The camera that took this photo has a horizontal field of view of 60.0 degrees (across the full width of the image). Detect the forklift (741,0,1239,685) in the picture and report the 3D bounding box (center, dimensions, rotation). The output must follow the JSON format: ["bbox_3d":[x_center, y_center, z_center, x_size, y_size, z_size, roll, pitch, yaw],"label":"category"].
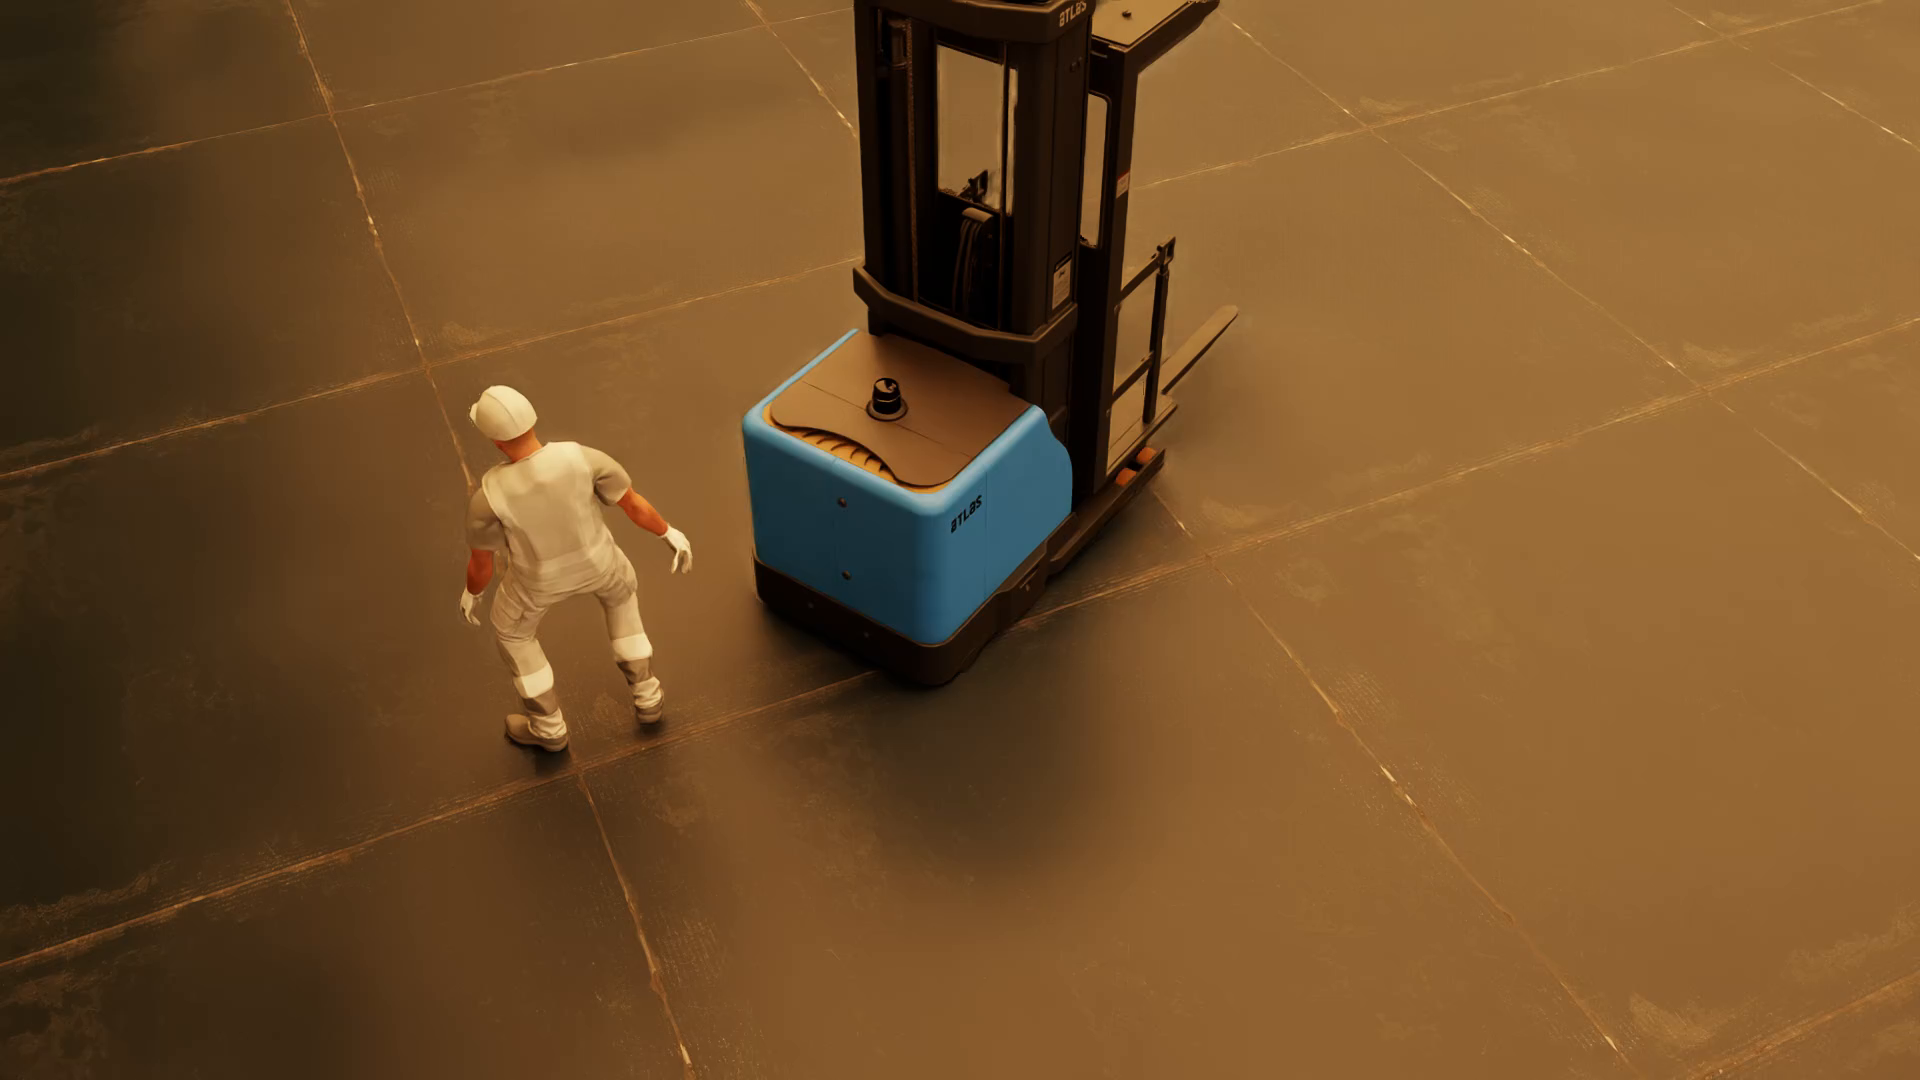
[{"bbox_3d":[0.341,-1.424,7.206,1.130,2.935,3.031,25,49,25],"label":"forklift"}]

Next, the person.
[{"bbox_3d":[-1.506,0.097,6.480,0.907,1.695,0.469,-16,45,-16],"label":"person"}]
